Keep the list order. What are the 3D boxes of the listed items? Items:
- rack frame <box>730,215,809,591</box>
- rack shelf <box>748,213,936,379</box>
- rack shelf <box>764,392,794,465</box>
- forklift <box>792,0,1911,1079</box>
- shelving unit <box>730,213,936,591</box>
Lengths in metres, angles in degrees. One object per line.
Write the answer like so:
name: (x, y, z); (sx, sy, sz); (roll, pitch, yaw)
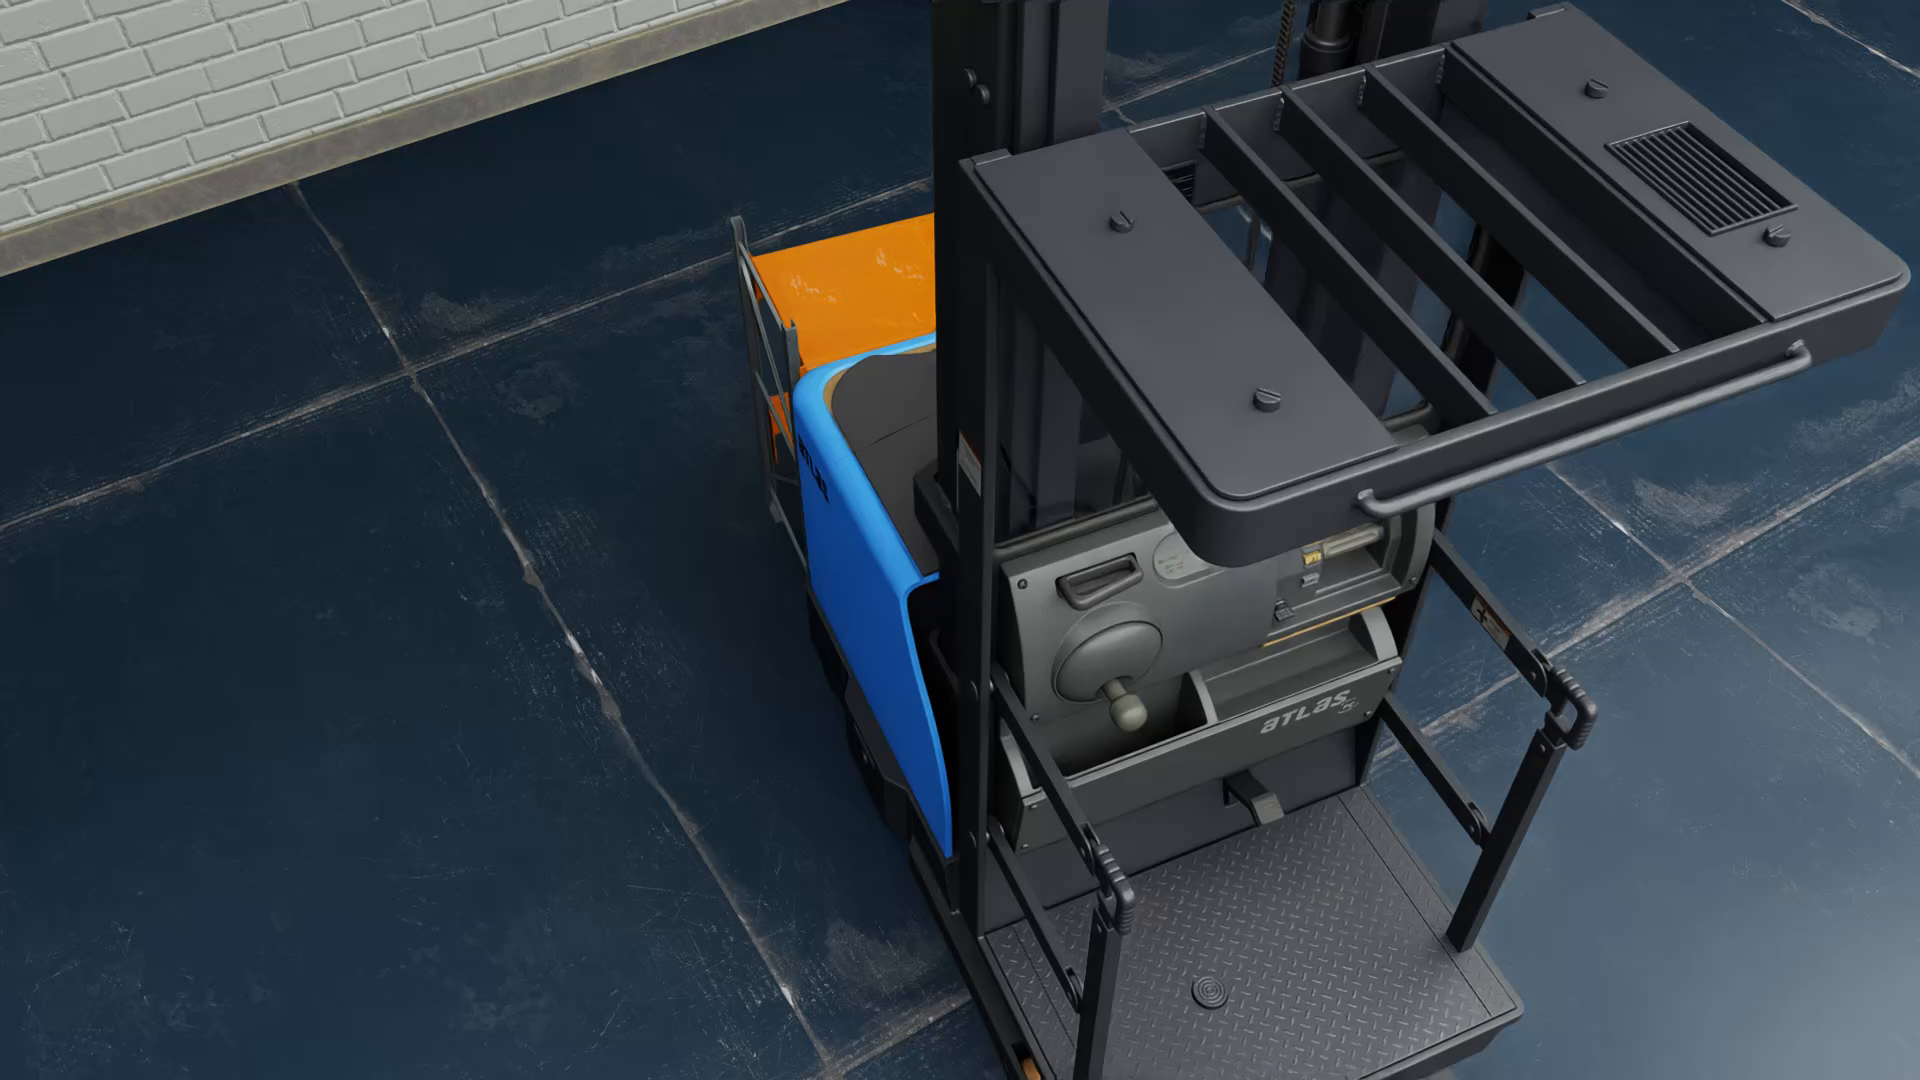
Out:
rack frame: (-0.520, -0.333, 4.794); (0.032, 1.125, 0.500); (-17, 50, -14)
rack shelf: (-0.048, -0.669, 4.701); (1.000, 0.278, 0.538); (-17, 50, -14)
rack shelf: (-0.048, -0.312, 5.102); (1.000, 0.278, 0.538); (-17, 50, -14)
forklift: (0.616, 0.180, 3.127); (1.130, 2.935, 3.031); (-18, 51, -16)
shelving unit: (-0.048, -0.475, 4.919); (1.048, 1.125, 0.538); (-17, 50, -14)
